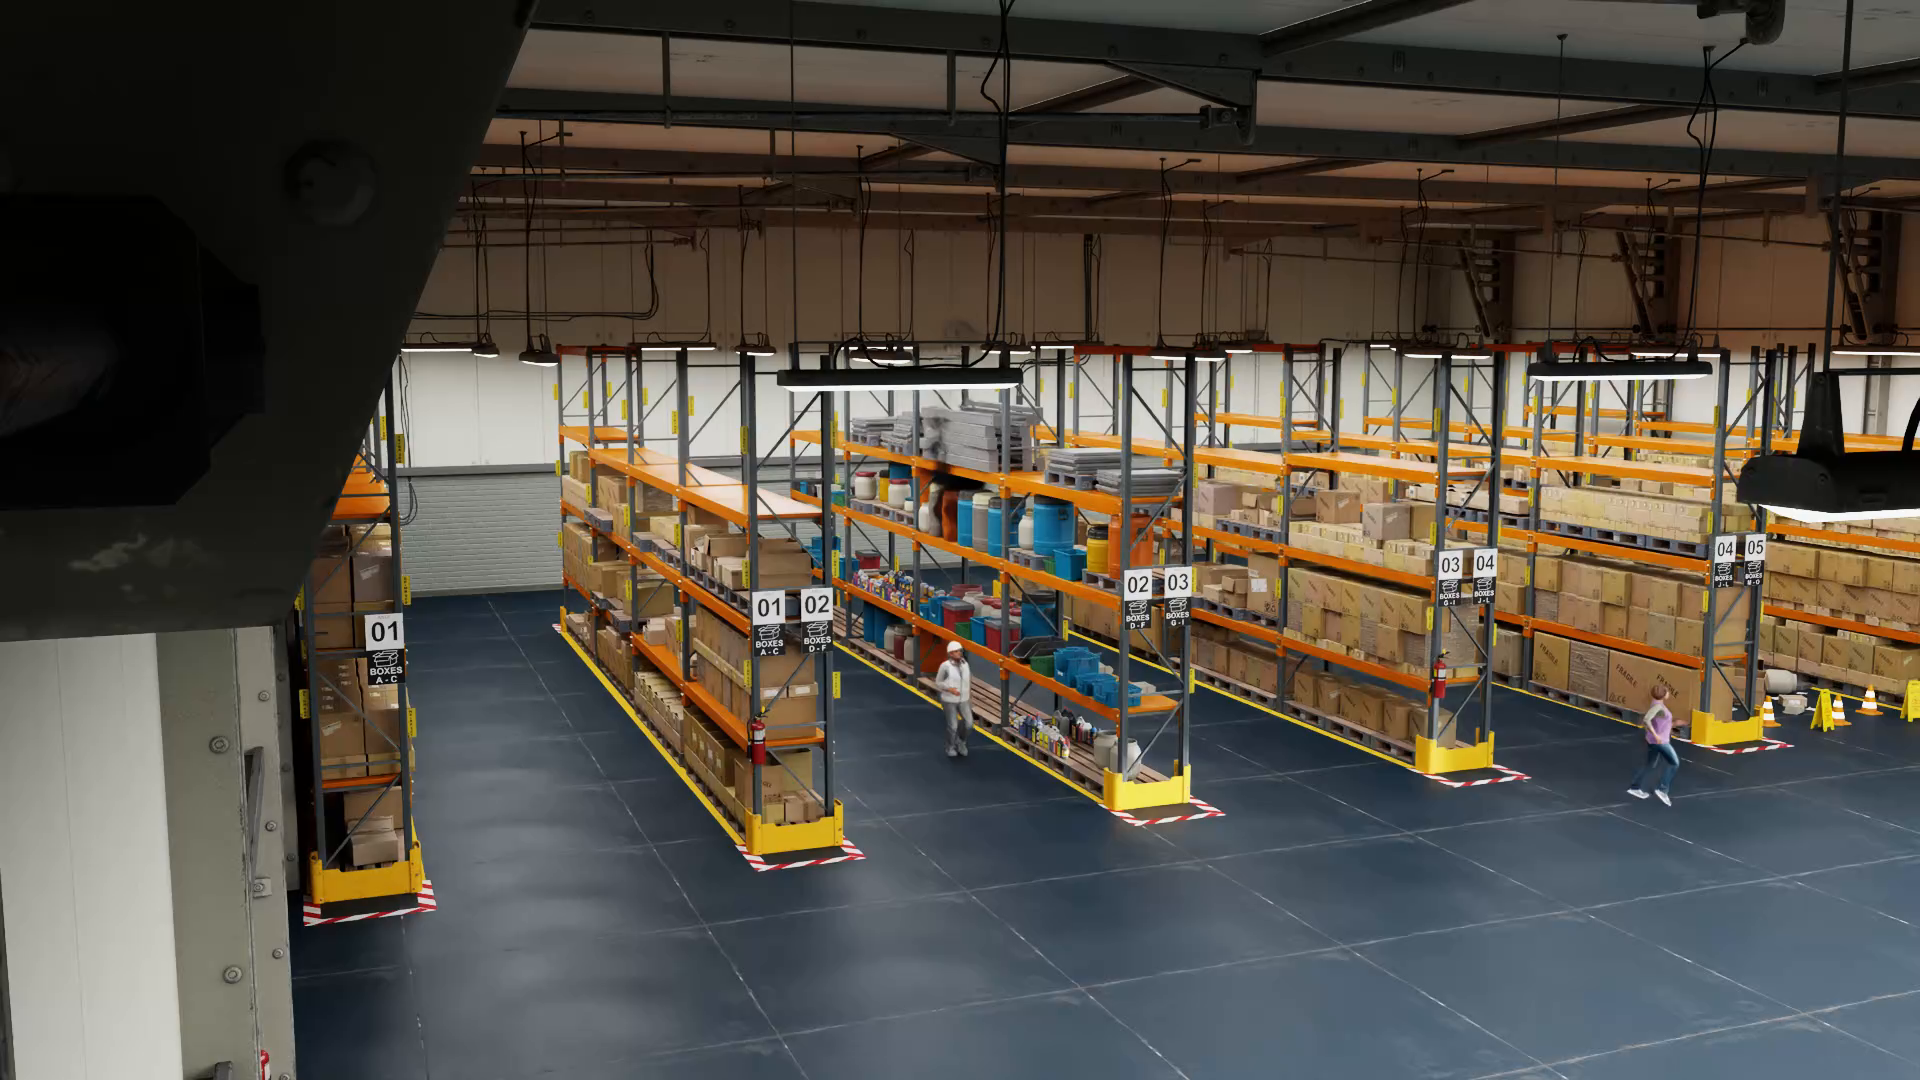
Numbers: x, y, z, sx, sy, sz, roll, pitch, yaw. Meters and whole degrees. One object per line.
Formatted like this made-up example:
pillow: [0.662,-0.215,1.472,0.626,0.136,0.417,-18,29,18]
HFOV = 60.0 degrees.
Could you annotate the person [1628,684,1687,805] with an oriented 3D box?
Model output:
person: [9.328,2.739,22.214,0.695,1.607,0.506,1,7,9]

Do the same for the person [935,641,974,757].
person: [-0.046,2.356,24.495,0.662,1.745,0.636,-3,8,-25]

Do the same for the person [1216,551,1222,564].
person: [6.495,0.197,41.700,0.573,1.701,0.685,4,8,26]
